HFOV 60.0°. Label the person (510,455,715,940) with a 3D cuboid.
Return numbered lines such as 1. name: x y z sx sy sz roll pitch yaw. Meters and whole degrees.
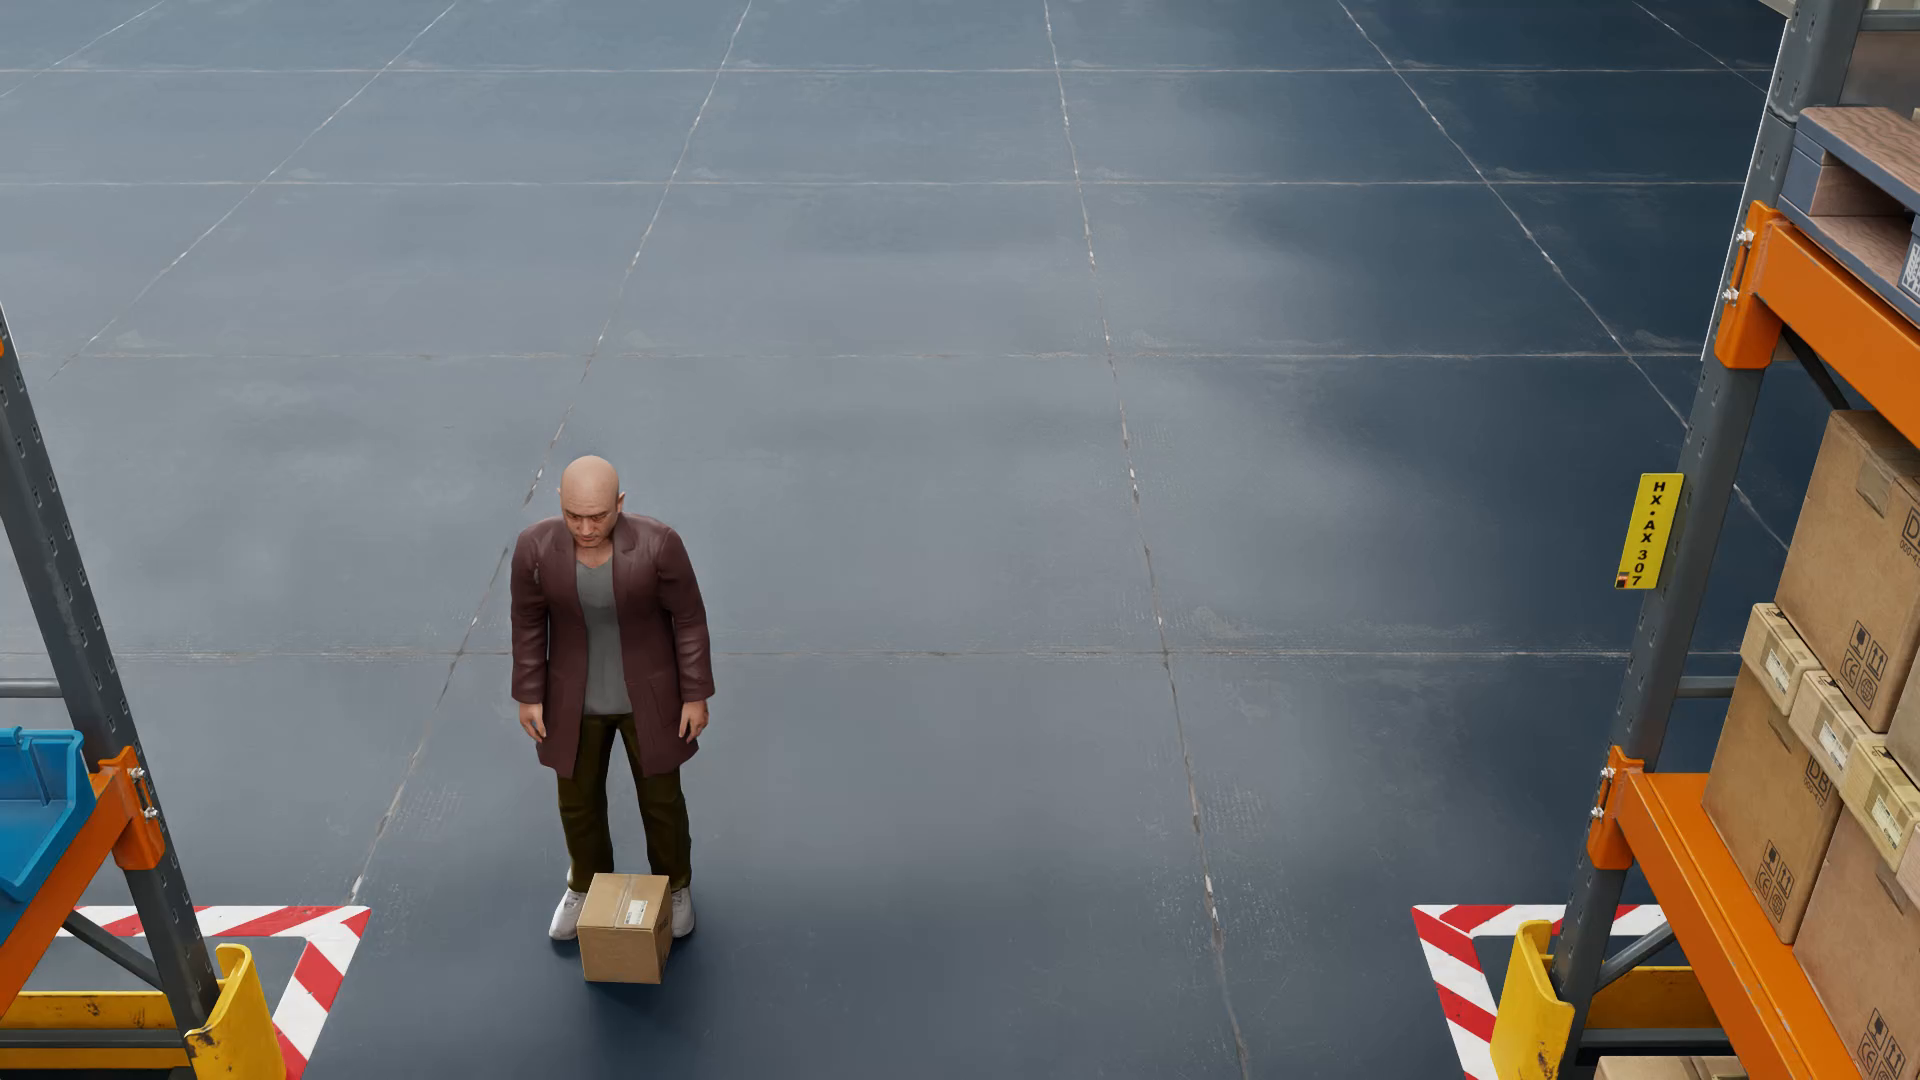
1. person: -1.104 0.502 5.317 0.647 1.774 0.419 0 31 -1
